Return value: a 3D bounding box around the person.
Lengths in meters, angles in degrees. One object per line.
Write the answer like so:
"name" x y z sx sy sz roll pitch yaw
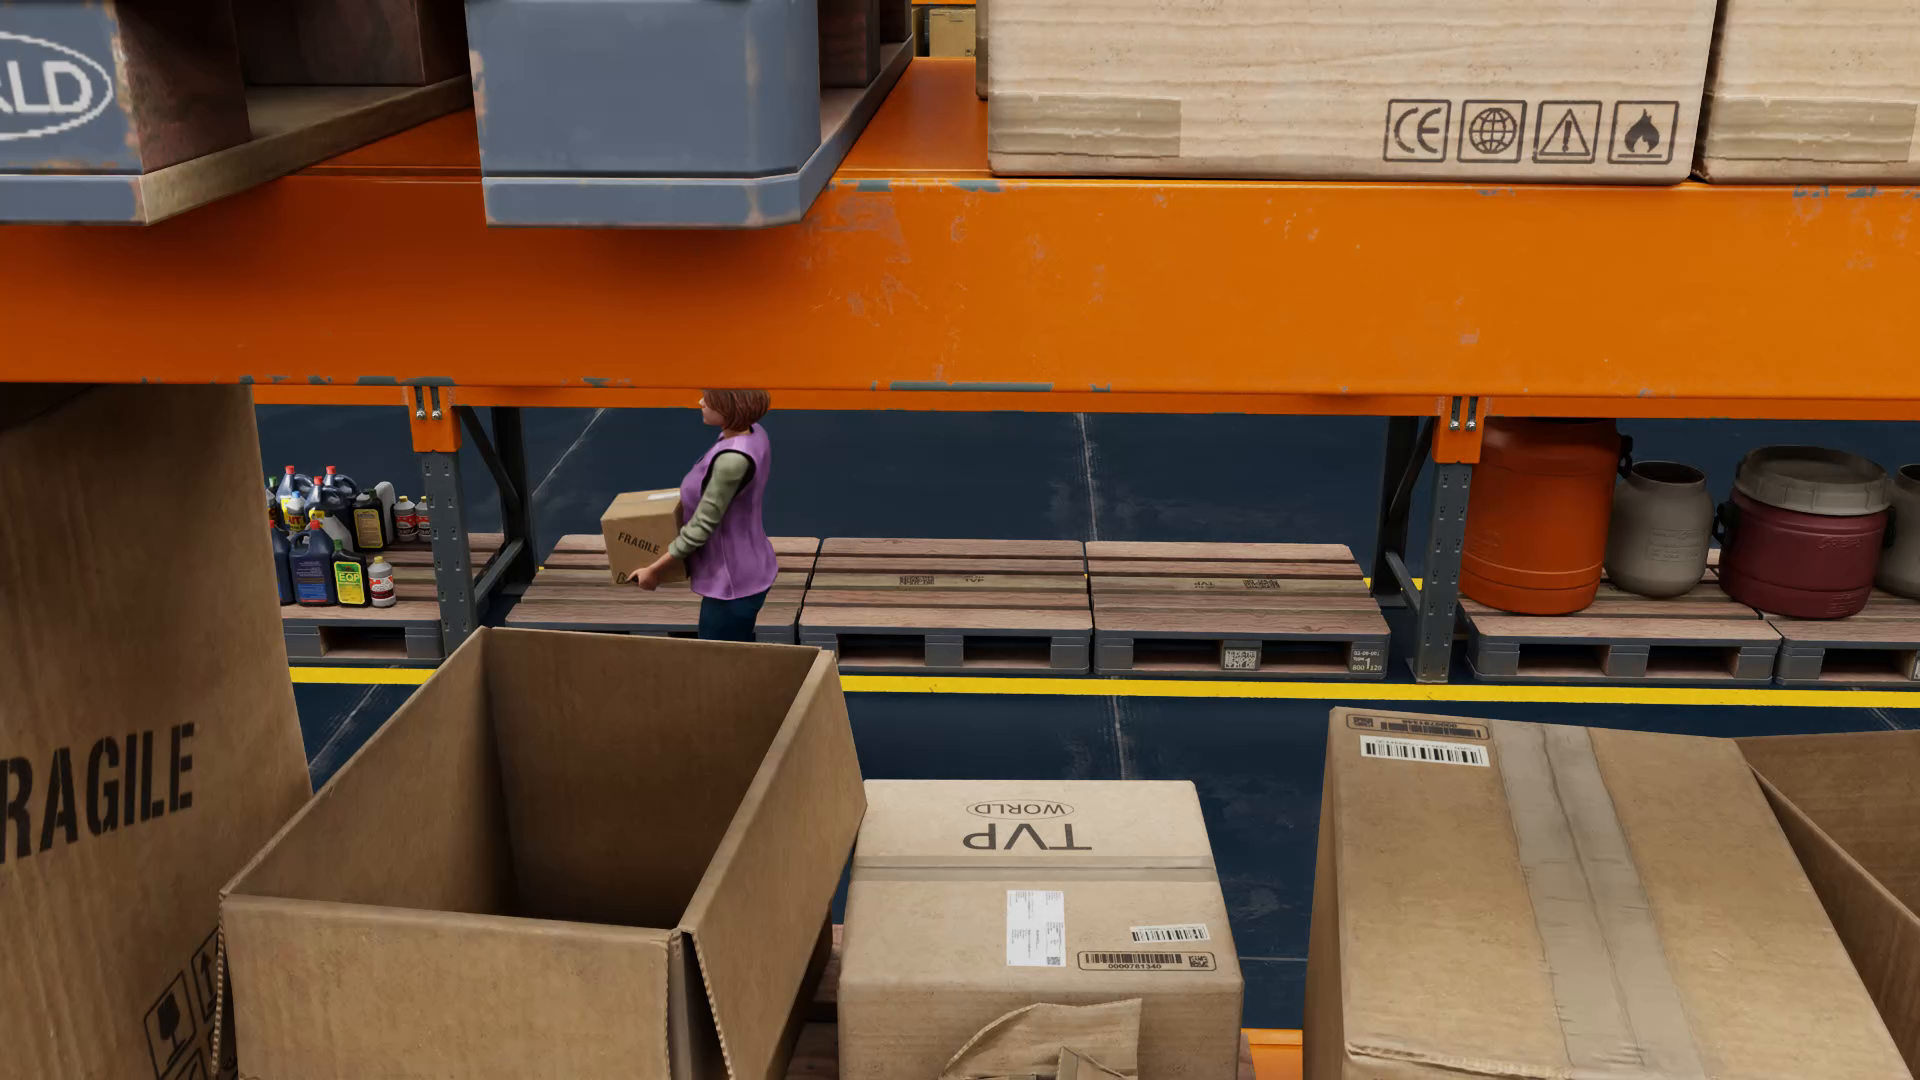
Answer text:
"person" -0.866 0.156 5.701 0.490 1.591 0.404 1 21 3
